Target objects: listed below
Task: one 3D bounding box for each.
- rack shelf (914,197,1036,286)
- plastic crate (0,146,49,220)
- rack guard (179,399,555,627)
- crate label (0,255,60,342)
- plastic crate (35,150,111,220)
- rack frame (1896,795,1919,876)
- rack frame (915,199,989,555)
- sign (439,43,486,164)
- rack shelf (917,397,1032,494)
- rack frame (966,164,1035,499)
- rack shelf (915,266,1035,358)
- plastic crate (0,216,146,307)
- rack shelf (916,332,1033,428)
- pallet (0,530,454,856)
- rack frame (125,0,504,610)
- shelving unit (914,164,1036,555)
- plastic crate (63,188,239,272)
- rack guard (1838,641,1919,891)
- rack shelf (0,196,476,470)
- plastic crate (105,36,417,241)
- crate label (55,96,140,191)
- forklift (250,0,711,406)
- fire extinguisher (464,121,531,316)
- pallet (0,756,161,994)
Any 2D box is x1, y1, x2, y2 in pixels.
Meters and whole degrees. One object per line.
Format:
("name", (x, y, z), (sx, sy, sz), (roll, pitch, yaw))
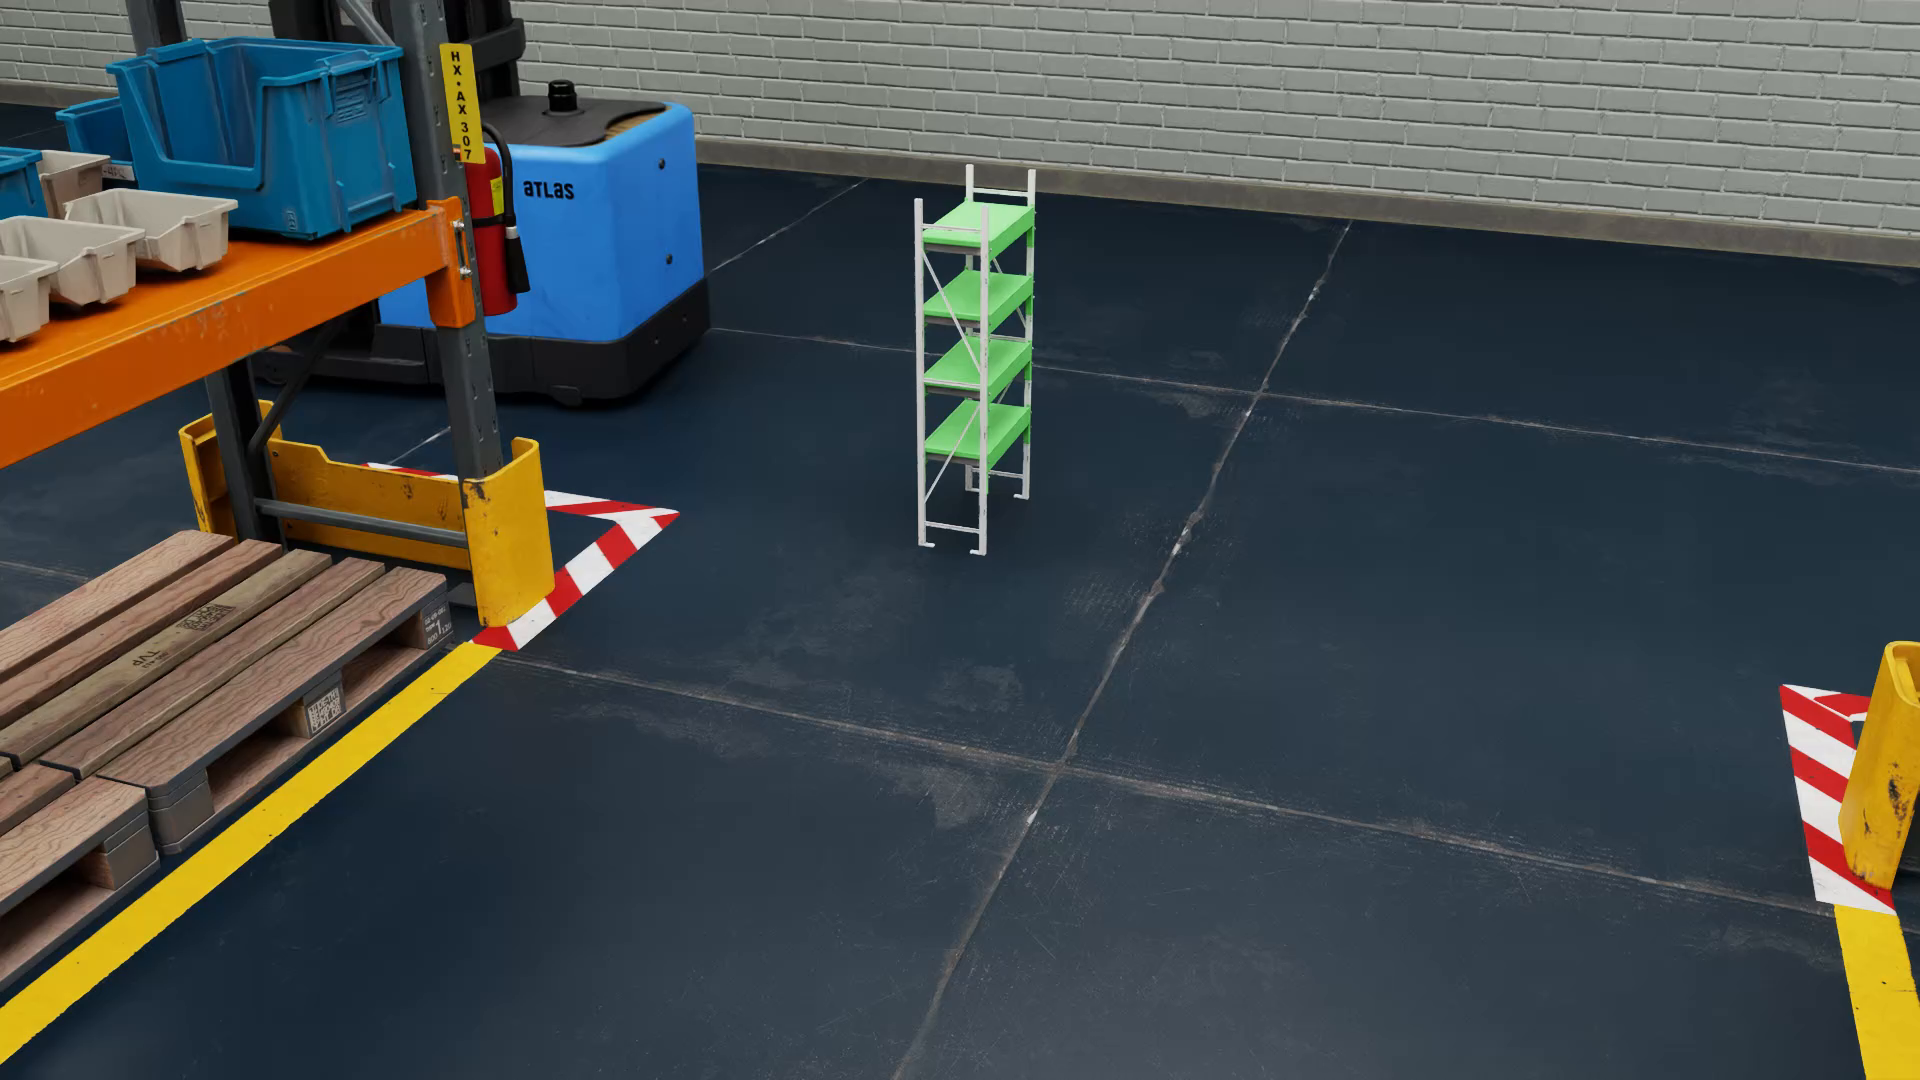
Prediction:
("rack shelf", (0.055, -0.983, 5.448), (0.258, 0.148, 0.480), (9, 27, 17))
("plastic crate", (-2.519, -0.840, 4.166), (0.416, 0.233, 0.300), (9, 27, 17))
("rack guard", (-1.912, -0.099, 5.382), (1.175, 0.500, 0.348), (9, 27, 17))
("crate label", (-2.188, -0.525, 3.625), (0.396, 0.136, 0.243), (9, 27, 17))
("plastic crate", (-2.485, -0.948, 4.499), (0.250, 0.136, 0.298), (9, 27, 17))
("rack frame", (2.763, -0.495, 3.329), (1.000, 3.000, 0.127), (9, 27, 17))
("rack frame", (-0.026, -0.508, 5.422), (0.240, 1.200, 0.015), (9, 27, 17))
("sign", (-1.384, -1.213, 4.626), (0.100, 0.325, 0.005), (9, 27, 17))
("rack shelf", (0.055, -0.335, 5.761), (0.258, 0.148, 0.480), (9, 27, 17))
("rack frame", (0.136, -0.708, 5.836), (0.240, 1.200, 0.015), (9, 27, 17))
("rack shelf", (0.055, -0.767, 5.552), (0.258, 0.148, 0.480), (9, 27, 17))
("plastic crate", (-2.118, -0.643, 3.869), (0.396, 0.136, 0.243), (9, 27, 17))
("rack shelf", (0.055, -0.551, 5.657), (0.258, 0.148, 0.480), (9, 27, 17))
("pallet", (-2.219, 0.376, 4.732), (1.003, 0.211, 1.213), (9, 27, 17))
("rack frame", (-1.908, -1.213, 4.813), (1.000, 3.000, 0.127), (9, 27, 17))
("shelving unit", (0.055, -0.608, 5.629), (0.258, 1.200, 0.503), (9, 27, 17))
("plastic crate", (-2.008, -0.760, 4.111), (0.396, 0.136, 0.243), (9, 27, 17))
("rack guard", (2.771, 0.621, 3.894), (1.175, 0.500, 0.348), (9, 27, 17))
("rack shelf", (-2.573, -0.067, 3.272), (1.077, 0.370, 4.000), (9, 27, 17))
("plastic crate", (-1.843, -1.091, 4.452), (0.616, 0.435, 0.499), (9, 27, 17))
("crate label", (-2.300, -1.111, 4.725), (0.416, 0.233, 0.303), (9, 27, 17))
("forklift", (-2.711, -2.200, 6.930), (3.031, 2.935, 1.130), (6, 27, 13))
("fire extinguisher", (-1.429, -1.006, 4.903), (0.296, 0.674, 0.183), (9, 27, 17))
("pallet", (-2.626, 0.875, 3.700), (1.003, 0.211, 1.213), (9, 27, 17))
